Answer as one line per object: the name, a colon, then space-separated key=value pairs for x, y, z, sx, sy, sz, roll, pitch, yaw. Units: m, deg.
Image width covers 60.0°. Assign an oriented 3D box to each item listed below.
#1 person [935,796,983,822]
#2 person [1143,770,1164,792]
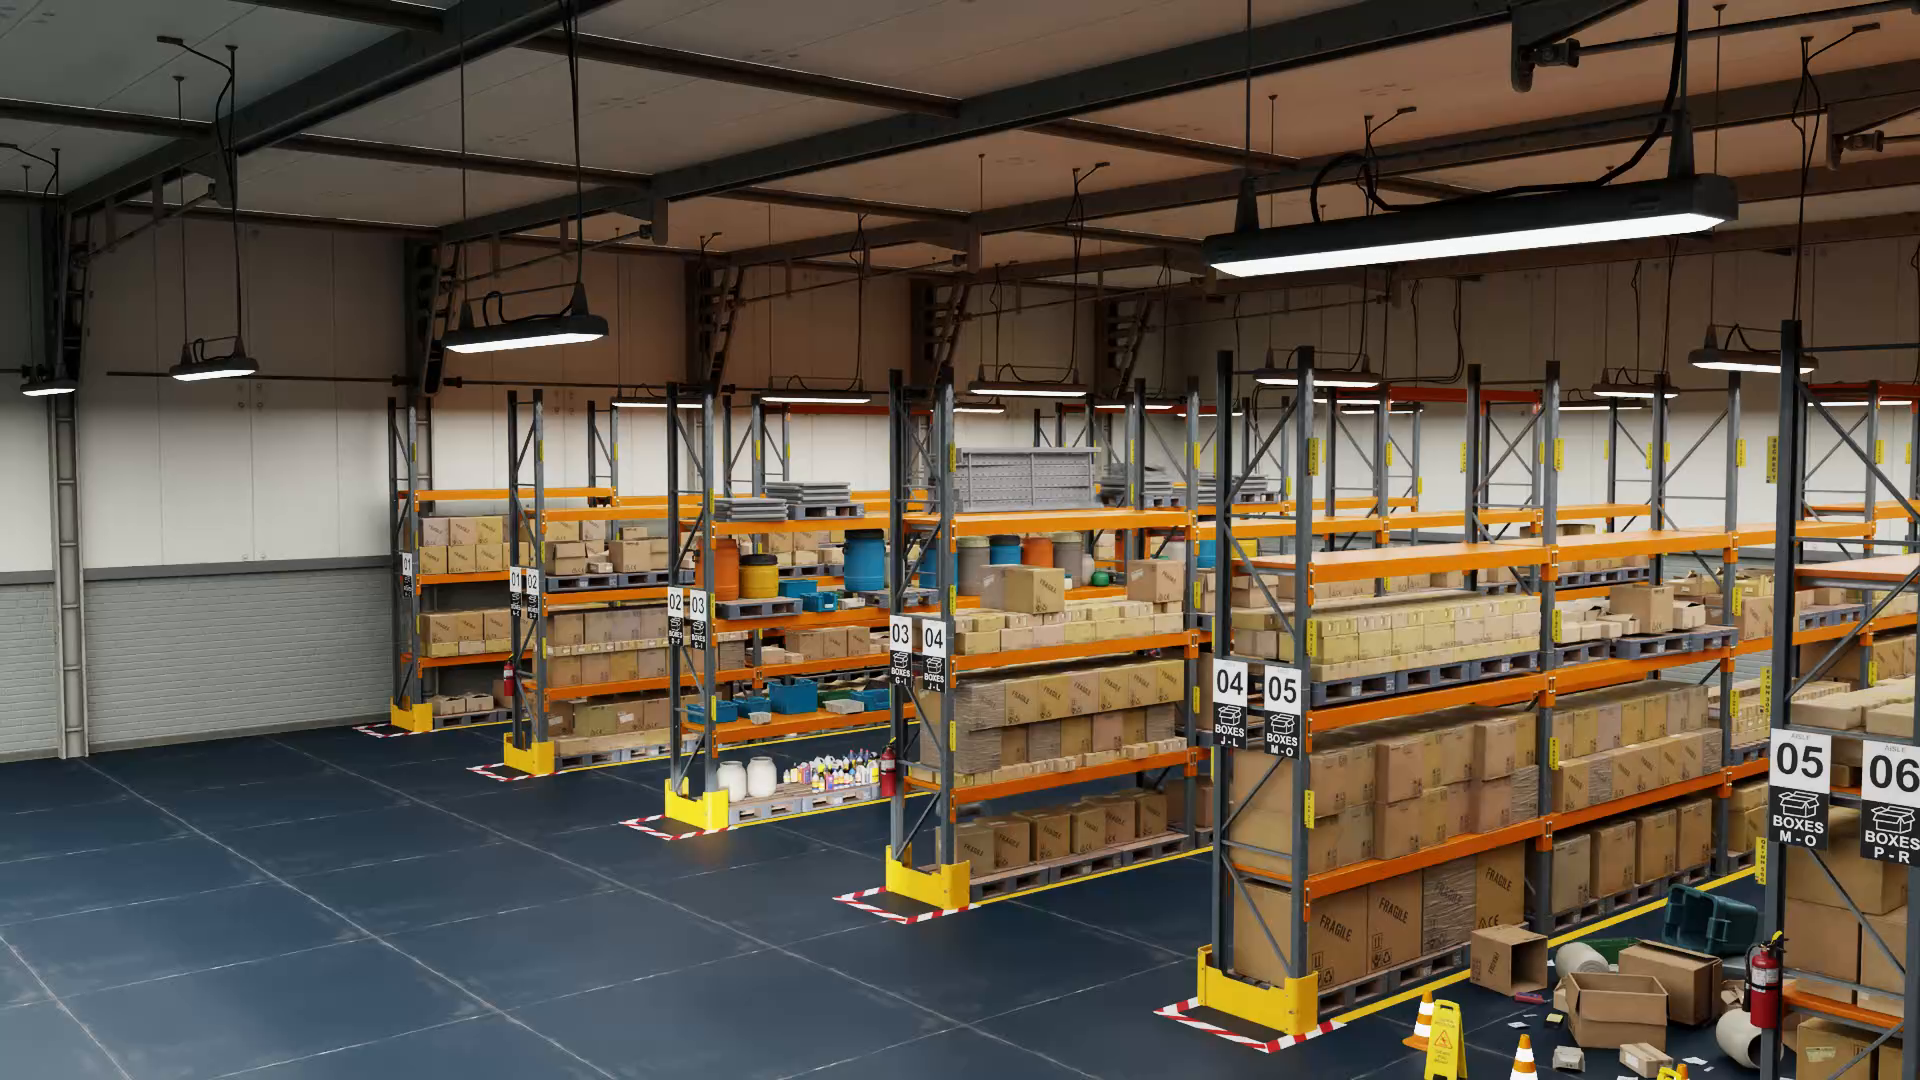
person: x=-0.031 y=3.096 z=21.528 sx=0.616 sy=1.652 sz=0.592 roll=-3 pitch=5 yaw=-44
person: x=2.574 y=2.931 z=23.366 sx=0.569 sy=1.721 sz=0.674 roll=-3 pitch=4 yaw=-38
